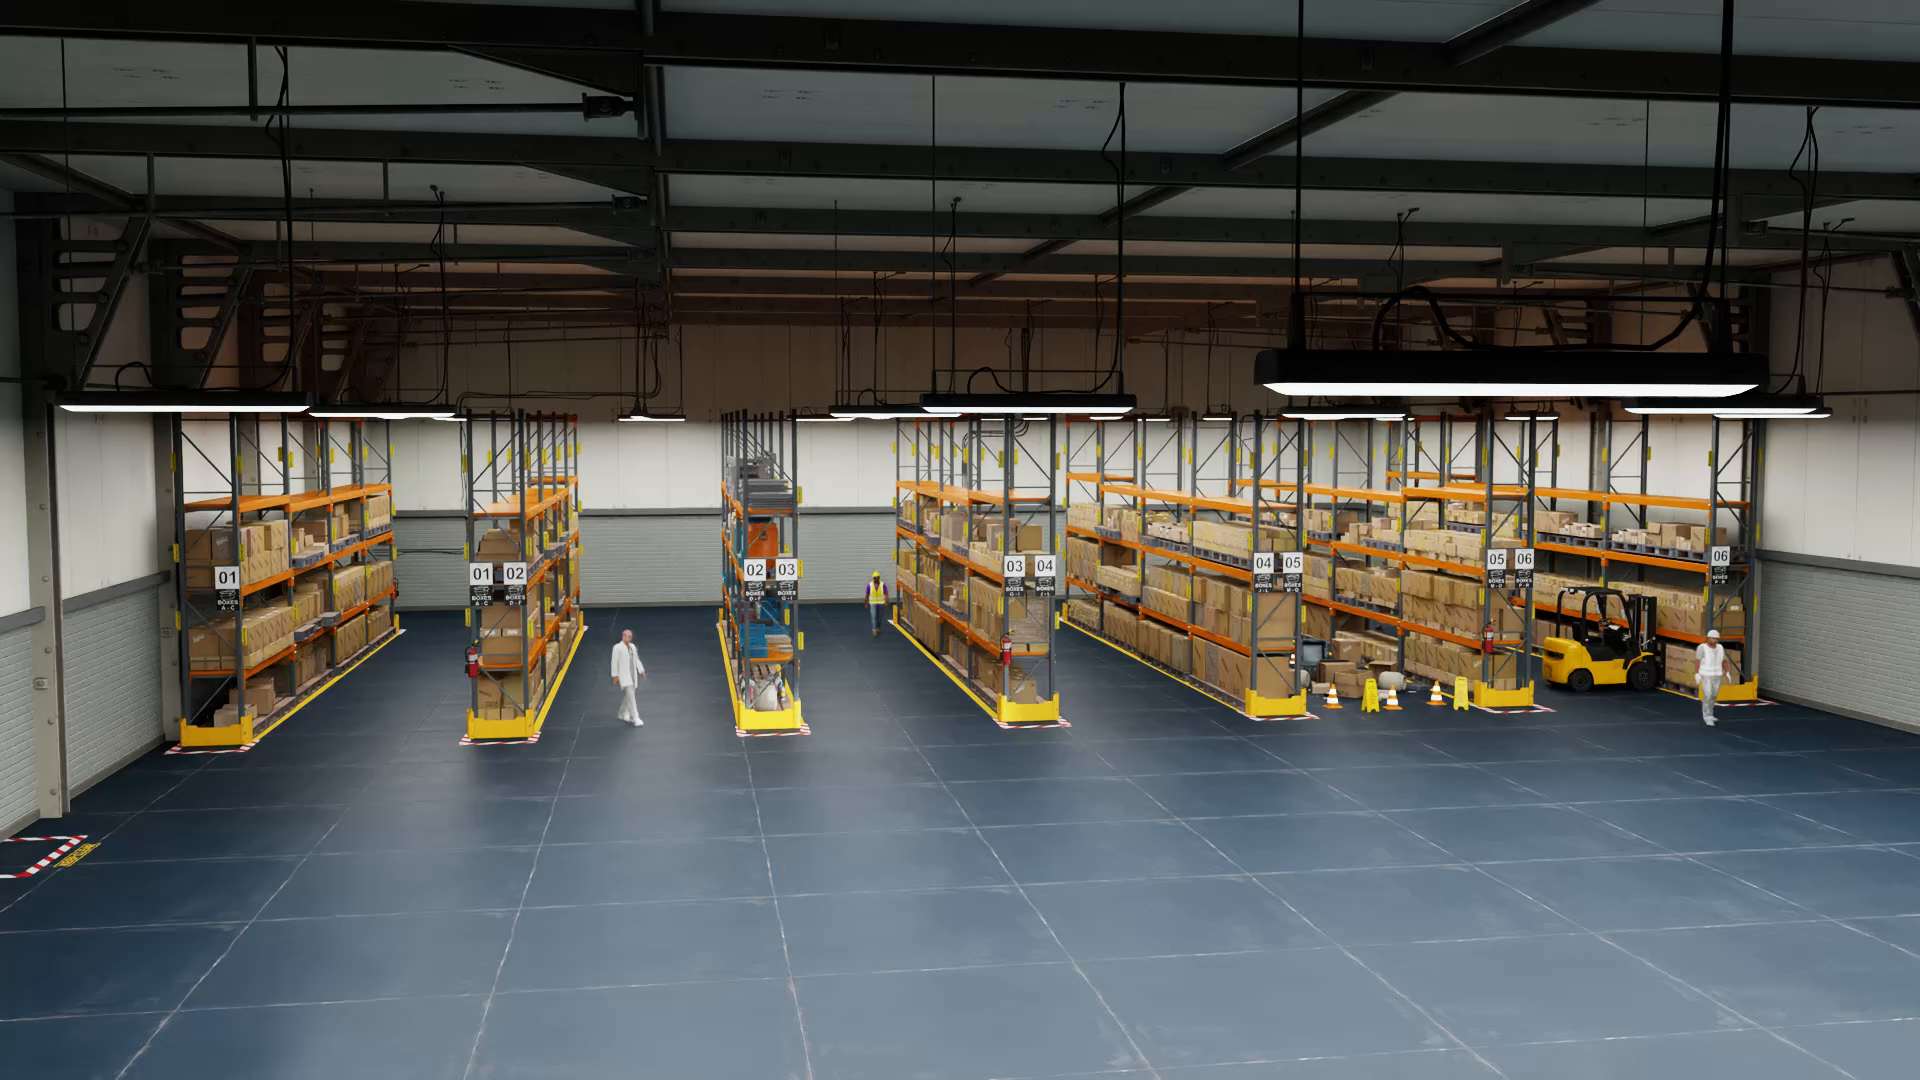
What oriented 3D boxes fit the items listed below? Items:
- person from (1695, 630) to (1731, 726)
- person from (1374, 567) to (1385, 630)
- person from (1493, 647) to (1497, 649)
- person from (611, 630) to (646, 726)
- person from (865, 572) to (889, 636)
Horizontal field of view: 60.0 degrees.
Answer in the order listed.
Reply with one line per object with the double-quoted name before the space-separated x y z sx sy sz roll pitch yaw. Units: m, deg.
"person" 14.403 2.628 31.811 0.595 1.825 0.563 -1 4 -7
"person" 11.666 1.621 46.172 0.613 1.765 0.472 -4 6 -44
"person" 12.045 2.233 37.711 0.565 1.834 0.607 -1 4 -14
"person" -6.298 2.634 31.908 0.858 1.794 0.604 2 5 32
"person" -2.246 1.721 44.935 0.642 1.707 1.085 0 4 -7
